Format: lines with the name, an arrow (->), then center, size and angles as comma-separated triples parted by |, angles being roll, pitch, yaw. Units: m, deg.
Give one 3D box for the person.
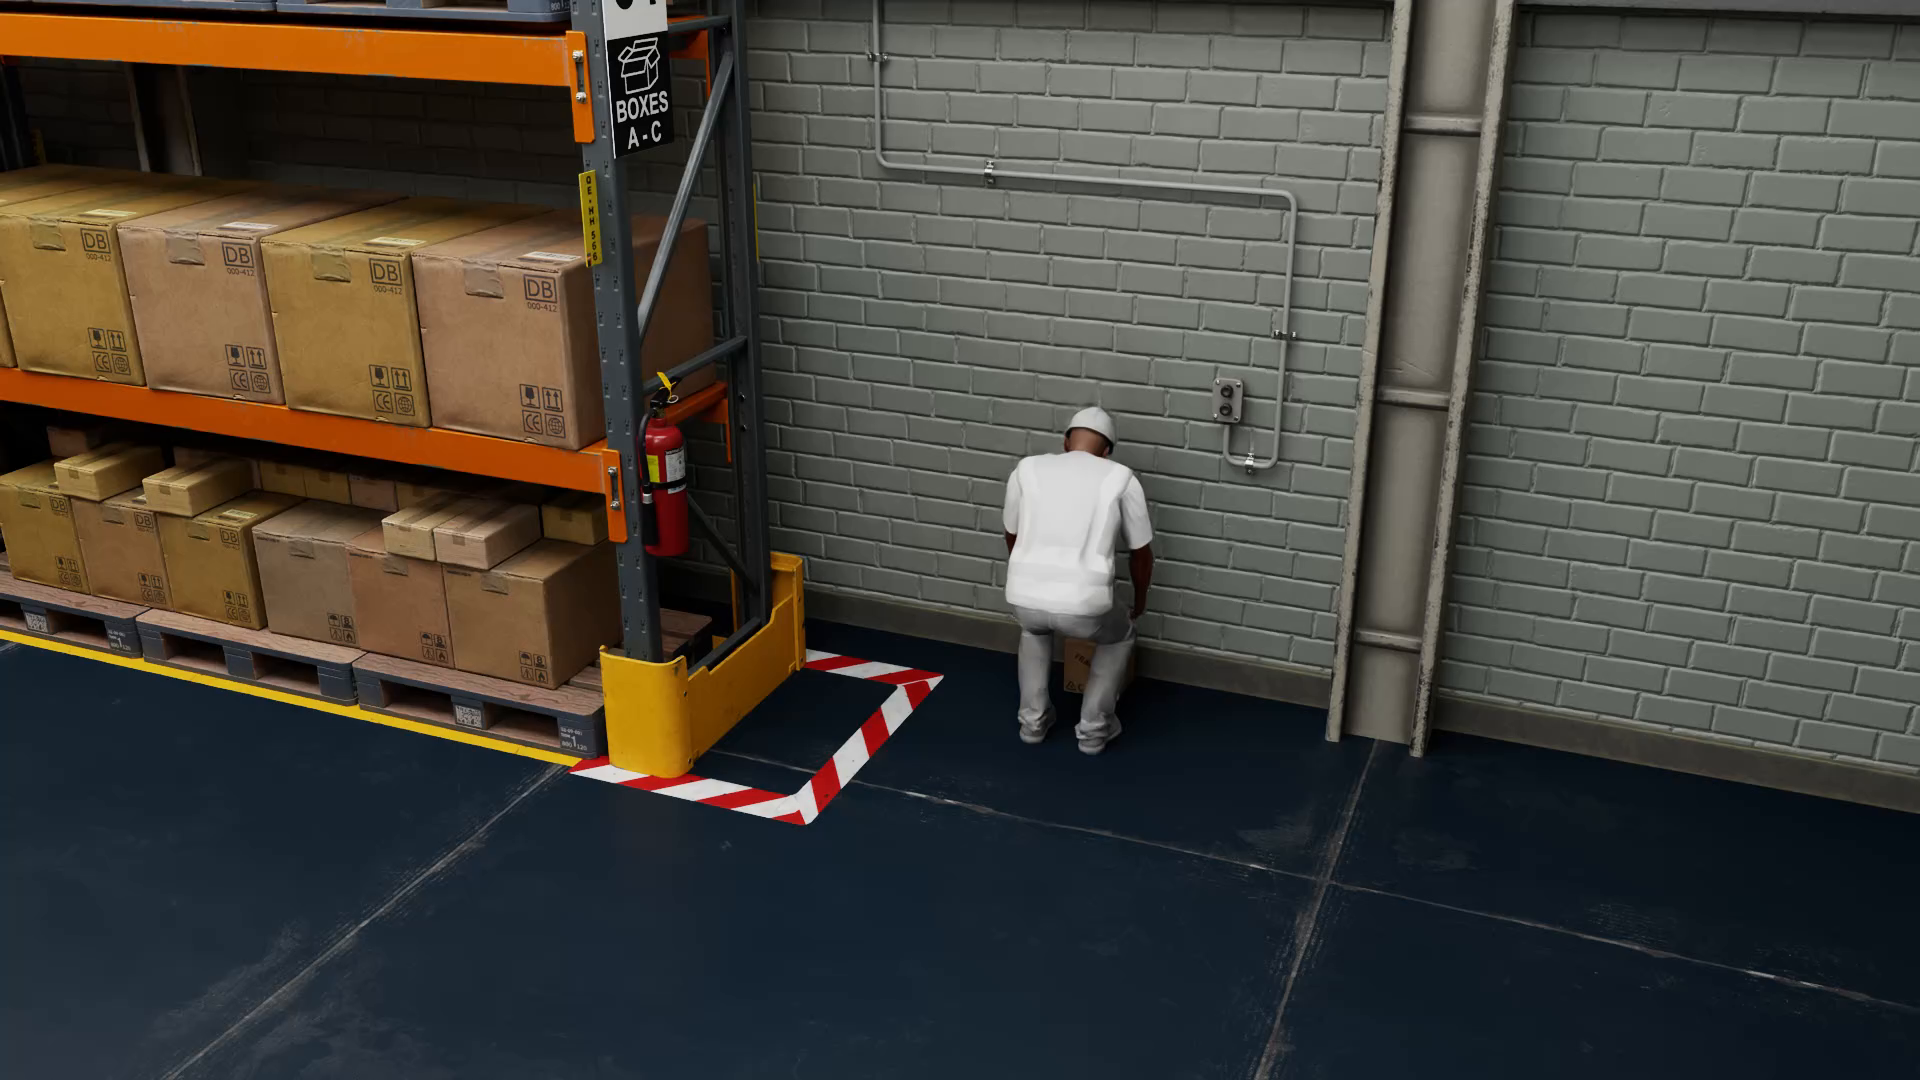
person -> 0.436, 0.168, 6.750 | 0.629, 1.313, 0.805 | 9, 24, 20
